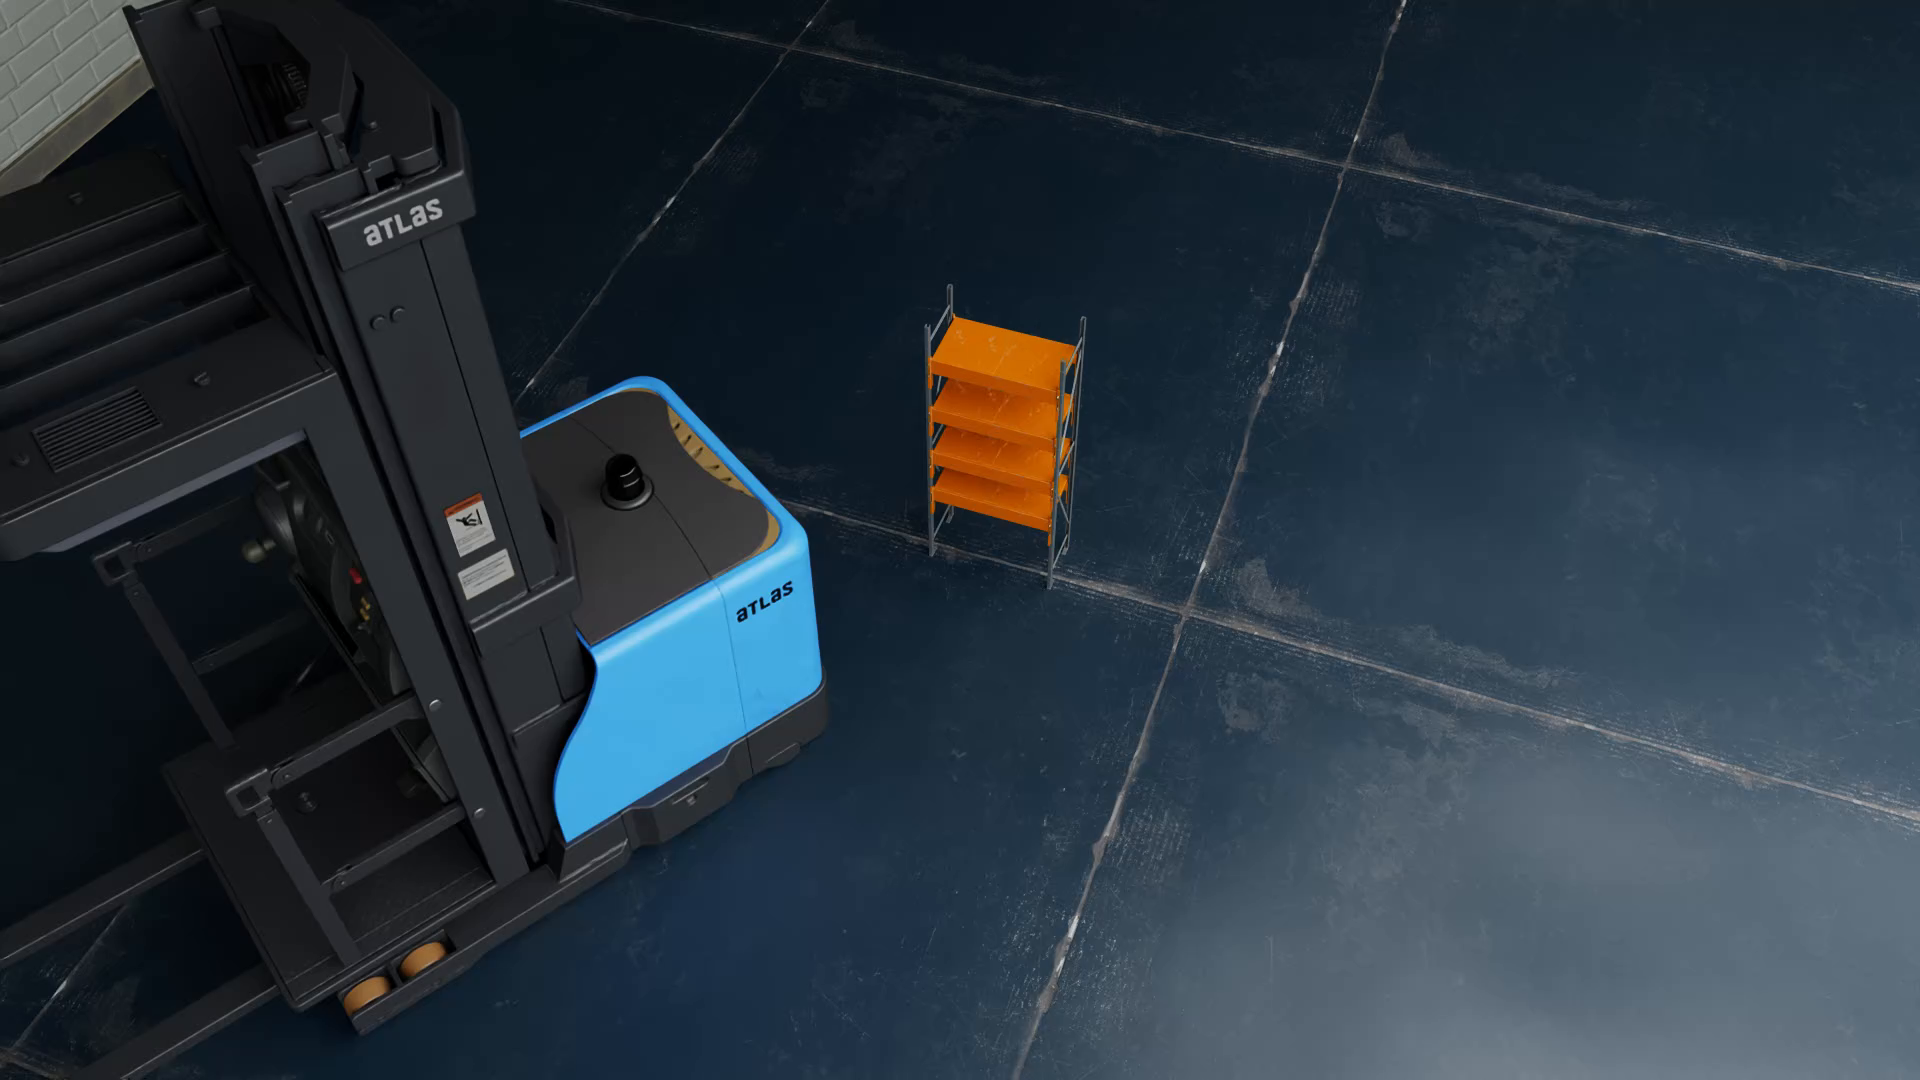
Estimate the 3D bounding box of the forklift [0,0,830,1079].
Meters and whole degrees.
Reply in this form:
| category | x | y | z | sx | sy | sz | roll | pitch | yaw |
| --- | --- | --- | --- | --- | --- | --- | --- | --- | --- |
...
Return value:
| category | x | y | z | sx | sy | sz | roll | pitch | yaw |
| --- | --- | --- | --- | --- | --- | --- | --- | --- | --- |
| forklift | -1.940 | 0.126 | 4.568 | 3.031 | 2.935 | 1.130 | -30 | 56 | -24 |

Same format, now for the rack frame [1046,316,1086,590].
| category | x | y | z | sx | sy | sz | roll | pitch | yaw |
| --- | --- | --- | --- | --- | --- | --- | --- | --- | --- |
| rack frame | 0.384 | -0.286 | 6.070 | 0.015 | 1.200 | 0.240 | 16 | 51 | 13 |

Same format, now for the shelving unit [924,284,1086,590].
| category | x | y | z | sx | sy | sz | roll | pitch | yaw |
| --- | --- | --- | --- | --- | --- | --- | --- | --- | --- |
| shelving unit | 0.155 | -0.350 | 6.126 | 0.503 | 1.200 | 0.258 | 16 | 51 | 13 |

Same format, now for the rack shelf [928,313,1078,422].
| category | x | y | z | sx | sy | sz | roll | pitch | yaw |
| --- | --- | --- | --- | --- | --- | --- | --- | --- | --- |
| rack shelf | 0.155 | -0.607 | 5.829 | 0.480 | 0.148 | 0.258 | 16 | 51 | 13 |

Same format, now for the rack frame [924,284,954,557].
| category | x | y | z | sx | sy | sz | roll | pitch | yaw |
| --- | --- | --- | --- | --- | --- | --- | --- | --- | --- |
| rack frame | -0.074 | -0.414 | 6.181 | 0.015 | 1.200 | 0.240 | 16 | 51 | 13 |

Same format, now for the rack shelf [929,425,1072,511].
| category | x | y | z | sx | sy | sz | roll | pitch | yaw |
| --- | --- | --- | --- | --- | --- | --- | --- | --- | --- |
| rack shelf | 0.155 | -0.306 | 6.176 | 0.480 | 0.148 | 0.258 | 16 | 51 | 13 |

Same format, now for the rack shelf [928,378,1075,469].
| category | x | y | z | sx | sy | sz | roll | pitch | yaw |
| --- | --- | --- | --- | --- | --- | --- | --- | --- | --- |
| rack shelf | 0.155 | -0.452 | 6.007 | 0.480 | 0.148 | 0.258 | 16 | 51 | 13 |

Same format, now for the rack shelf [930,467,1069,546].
| category | x | y | z | sx | sy | sz | roll | pitch | yaw |
| --- | --- | --- | --- | --- | --- | --- | --- | --- | --- |
| rack shelf | 0.155 | -0.176 | 6.326 | 0.480 | 0.148 | 0.258 | 16 | 51 | 13 |
